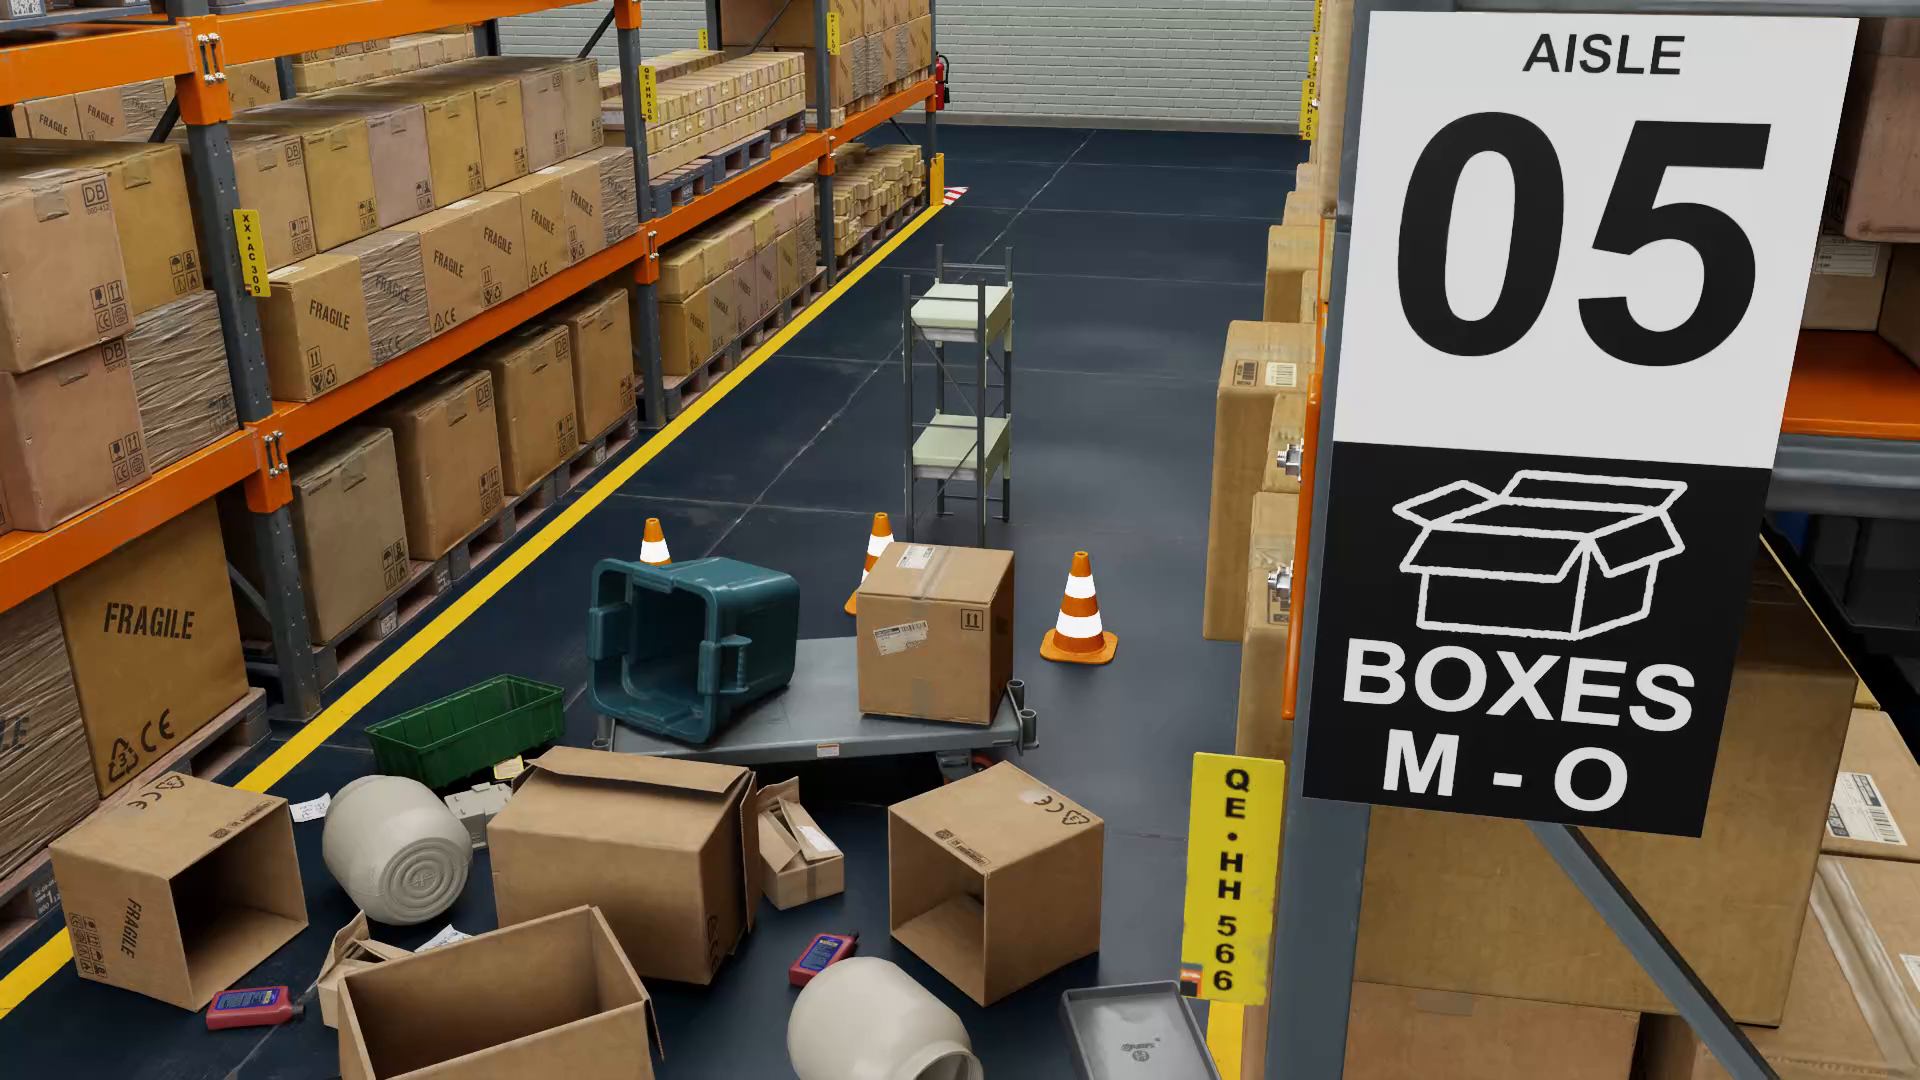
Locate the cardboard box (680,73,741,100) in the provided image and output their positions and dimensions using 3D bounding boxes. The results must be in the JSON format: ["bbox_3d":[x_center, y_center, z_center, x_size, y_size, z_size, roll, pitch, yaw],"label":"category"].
[{"bbox_3d":[-1.781,-3.222,11.817,0.380,0.149,0.250,4,22,10],"label":"cardboard box"}]

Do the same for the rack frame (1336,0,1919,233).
[{"bbox_3d":[0.848,-1.659,0.927,1.000,3.000,0.127,4,22,11],"label":"rack frame"}]

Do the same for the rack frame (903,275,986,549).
[{"bbox_3d":[-0.076,-0.559,8.235,0.400,1.500,0.023,4,22,11],"label":"rack frame"}]

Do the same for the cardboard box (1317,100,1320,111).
[{"bbox_3d":[1.011,-1.054,3.776,0.380,0.149,0.250,4,22,10],"label":"cardboard box"}]

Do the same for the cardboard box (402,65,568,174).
[{"bbox_3d":[-2.590,-2.304,9.087,0.700,0.500,0.500,4,22,10],"label":"cardboard box"}]

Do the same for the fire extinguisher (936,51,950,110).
[{"bbox_3d":[-0.251,-4.916,17.647,0.296,0.674,0.183,4,22,11],"label":"fire extinguisher"}]

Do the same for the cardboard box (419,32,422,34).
[{"bbox_3d":[-5.951,-5.396,18.040,0.500,0.250,0.500,4,22,9],"label":"cardboard box"}]

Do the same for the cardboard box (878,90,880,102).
[{"bbox_3d":[-0.962,-4.154,15.489,0.380,0.149,0.250,5,23,13],"label":"cardboard box"}]

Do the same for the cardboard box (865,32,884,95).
[{"bbox_3d":[-0.991,-4.314,15.019,0.500,0.500,0.500,4,22,10],"label":"cardboard box"}]

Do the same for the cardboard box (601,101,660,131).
[{"bbox_3d":[-2.102,-2.652,10.402,0.380,0.149,0.250,4,22,11],"label":"cardboard box"}]

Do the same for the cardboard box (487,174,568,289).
[{"bbox_3d":[-2.421,-1.638,8.772,0.500,0.500,0.500,4,22,10],"label":"cardboard box"}]

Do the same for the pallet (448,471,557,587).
[{"bbox_3d":[-2.872,-0.121,8.872,1.003,0.211,1.213,4,22,11],"label":"pallet"}]

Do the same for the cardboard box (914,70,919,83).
[{"bbox_3d":[-0.631,-4.723,16.901,0.380,0.149,0.250,4,22,11],"label":"cardboard box"}]

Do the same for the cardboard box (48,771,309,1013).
[{"bbox_3d":[-2.515,1.125,5.388,0.500,0.500,0.500,8,23,20],"label":"cardboard box"}]

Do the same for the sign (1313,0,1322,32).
[{"bbox_3d":[3.570,-5.210,16.511,0.100,0.325,0.005,4,22,11],"label":"sign"}]

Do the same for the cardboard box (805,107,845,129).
[{"bbox_3d":[-1.192,-3.567,14.032,0.380,0.149,0.250,5,23,13],"label":"cardboard box"}]

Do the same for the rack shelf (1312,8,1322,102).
[{"bbox_3d":[2.072,-2.128,7.070,1.077,0.370,4.000,4,22,11],"label":"rack shelf"}]

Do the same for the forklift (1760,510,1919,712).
[{"bbox_3d":[4.377,-0.802,6.922,1.130,2.935,3.031,5,22,11],"label":"forklift"}]

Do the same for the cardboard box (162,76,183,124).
[{"bbox_3d":[-6.441,-3.503,13.401,0.500,0.500,0.500,4,22,10],"label":"cardboard box"}]

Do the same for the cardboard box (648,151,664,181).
[{"bbox_3d":[-2.098,-2.369,10.494,0.380,0.149,0.250,4,22,10],"label":"cardboard box"}]

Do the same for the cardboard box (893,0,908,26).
[{"bbox_3d":[-0.805,-5.154,15.764,0.500,0.500,0.500,6,23,14],"label":"cardboard box"}]

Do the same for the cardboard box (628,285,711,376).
[{"bbox_3d":[-1.992,-1.417,11.140,0.500,0.500,0.500,4,22,9],"label":"cardboard box"}]

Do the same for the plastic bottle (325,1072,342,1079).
[{"bbox_3d":[-1.822,1.618,4.755,0.133,0.061,0.283,-3,22,-8],"label":"plastic bottle"}]

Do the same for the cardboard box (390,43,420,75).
[{"bbox_3d":[-5.738,-4.792,16.538,0.500,0.250,0.500,4,22,11],"label":"cardboard box"}]

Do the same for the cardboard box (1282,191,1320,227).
[{"bbox_3d":[1.236,-0.658,4.601,0.700,0.500,0.500,5,22,11],"label":"cardboard box"}]

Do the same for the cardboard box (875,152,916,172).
[{"bbox_3d":[-0.650,-3.811,16.760,0.380,0.149,0.250,4,22,10],"label":"cardboard box"}]

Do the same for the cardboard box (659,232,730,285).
[{"bbox_3d":[-1.905,-1.944,11.447,0.500,0.250,0.500,4,22,10],"label":"cardboard box"}]

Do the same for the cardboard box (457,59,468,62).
[{"bbox_3d":[-5.443,-5.024,17.648,0.380,0.149,0.250,5,22,11],"label":"cardboard box"}]

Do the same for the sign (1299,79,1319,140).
[{"bbox_3d":[1.936,-2.380,9.198,0.100,0.325,0.005,4,22,11],"label":"sign"}]

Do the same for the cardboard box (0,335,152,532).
[{"bbox_3d":[-3.356,-0.410,5.656,0.875,0.550,0.550,4,22,11],"label":"cardboard box"}]

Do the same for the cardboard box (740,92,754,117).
[{"bbox_3d":[-1.724,-3.178,12.106,0.380,0.149,0.250,5,22,11],"label":"cardboard box"}]

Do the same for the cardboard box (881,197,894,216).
[{"bbox_3d":[-0.853,-3.252,16.168,0.380,0.149,0.250,5,22,12],"label":"cardboard box"}]

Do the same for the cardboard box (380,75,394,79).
[{"bbox_3d":[-5.755,-4.460,16.250,0.380,0.149,0.250,5,22,12],"label":"cardboard box"}]

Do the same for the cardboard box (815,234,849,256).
[{"bbox_3d":[-1.181,-2.586,14.514,0.380,0.149,0.250,3,22,9],"label":"cardboard box"}]

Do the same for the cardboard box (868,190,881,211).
[{"bbox_3d":[-0.954,-3.200,15.639,0.380,0.149,0.250,4,22,11],"label":"cardboard box"}]

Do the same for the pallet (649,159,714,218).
[{"bbox_3d":[-2.345,-2.322,10.860,1.213,0.211,1.003,4,22,11],"label":"pallet"}]

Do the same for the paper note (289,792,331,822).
[{"bbox_3d":[-2.453,1.013,6.298,0.147,0.020,0.142,-11,25,-26],"label":"paper note"}]

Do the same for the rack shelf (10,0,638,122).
[{"bbox_3d":[-2.795,-2.468,7.915,1.077,0.370,4.000,4,22,11],"label":"rack shelf"}]

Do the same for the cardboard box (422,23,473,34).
[{"bbox_3d":[-5.431,-5.701,17.793,0.500,0.500,0.500,5,22,12],"label":"cardboard box"}]

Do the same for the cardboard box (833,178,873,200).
[{"bbox_3d":[-1.017,-3.240,15.341,0.380,0.149,0.250,5,22,12],"label":"cardboard box"}]

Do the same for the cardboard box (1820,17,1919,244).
[{"bbox_3d":[1.211,-0.499,1.866,0.500,0.250,0.500,4,22,10],"label":"cardboard box"}]

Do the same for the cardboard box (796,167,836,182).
[{"bbox_3d":[-1.400,-3.469,15.908,0.380,0.149,0.250,5,22,11],"label":"cardboard box"}]

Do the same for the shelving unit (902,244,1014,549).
[{"bbox_3d":[-0.001,-0.693,8.567,0.431,1.500,0.755,4,22,11],"label":"shelving unit"}]

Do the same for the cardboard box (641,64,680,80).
[{"bbox_3d":[-2.312,-3.469,12.431,0.380,0.149,0.250,4,22,10],"label":"cardboard box"}]

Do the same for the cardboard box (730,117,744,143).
[{"bbox_3d":[-1.775,-2.949,11.934,0.380,0.149,0.250,4,22,9],"label":"cardboard box"}]

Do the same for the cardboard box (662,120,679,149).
[{"bbox_3d":[-2.038,-2.619,10.718,0.380,0.149,0.250,6,23,13],"label":"cardboard box"}]

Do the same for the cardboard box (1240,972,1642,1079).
[{"bbox_3d":[0.689,0.720,2.518,0.500,0.500,0.500,4,22,10],"label":"cardboard box"}]

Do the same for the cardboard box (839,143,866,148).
[{"bbox_3d":[-1.194,-4.051,17.353,0.380,0.149,0.250,3,22,8],"label":"cardboard box"}]

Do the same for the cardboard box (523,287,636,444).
[{"bbox_3d":[-2.599,-1.078,9.963,1.050,0.750,0.750,4,22,10],"label":"cardboard box"}]

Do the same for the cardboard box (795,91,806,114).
[{"bbox_3d":[-1.457,-3.523,13.360,0.380,0.149,0.250,4,22,10],"label":"cardboard box"}]

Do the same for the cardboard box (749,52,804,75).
[{"bbox_3d":[-1.461,-3.798,13.246,0.380,0.149,0.250,5,23,13],"label":"cardboard box"}]
